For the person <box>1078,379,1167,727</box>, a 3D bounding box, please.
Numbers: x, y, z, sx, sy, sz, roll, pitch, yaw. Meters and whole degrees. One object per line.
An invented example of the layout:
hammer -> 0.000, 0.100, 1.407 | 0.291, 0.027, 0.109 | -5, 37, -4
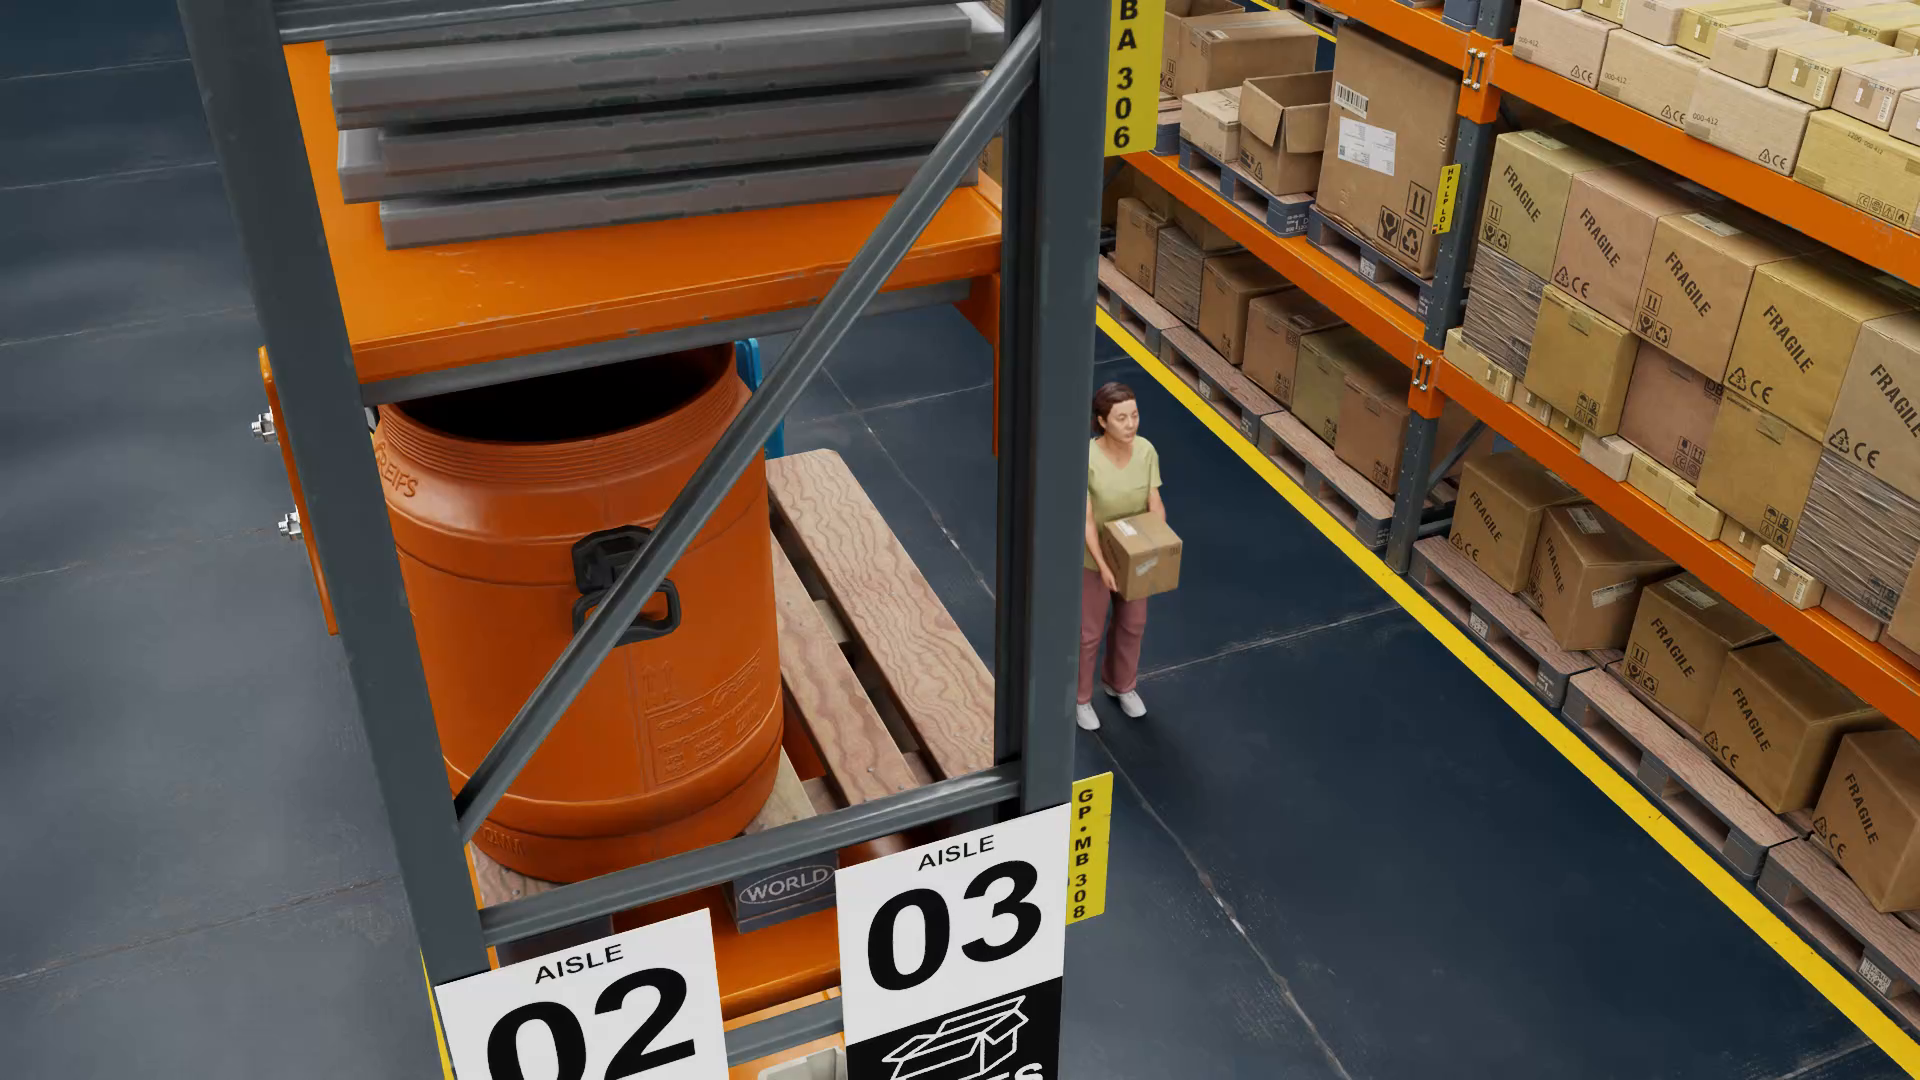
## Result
person -> 0.644, 0.096, 7.360 | 0.463, 1.673, 0.544 | 19, 38, 26
